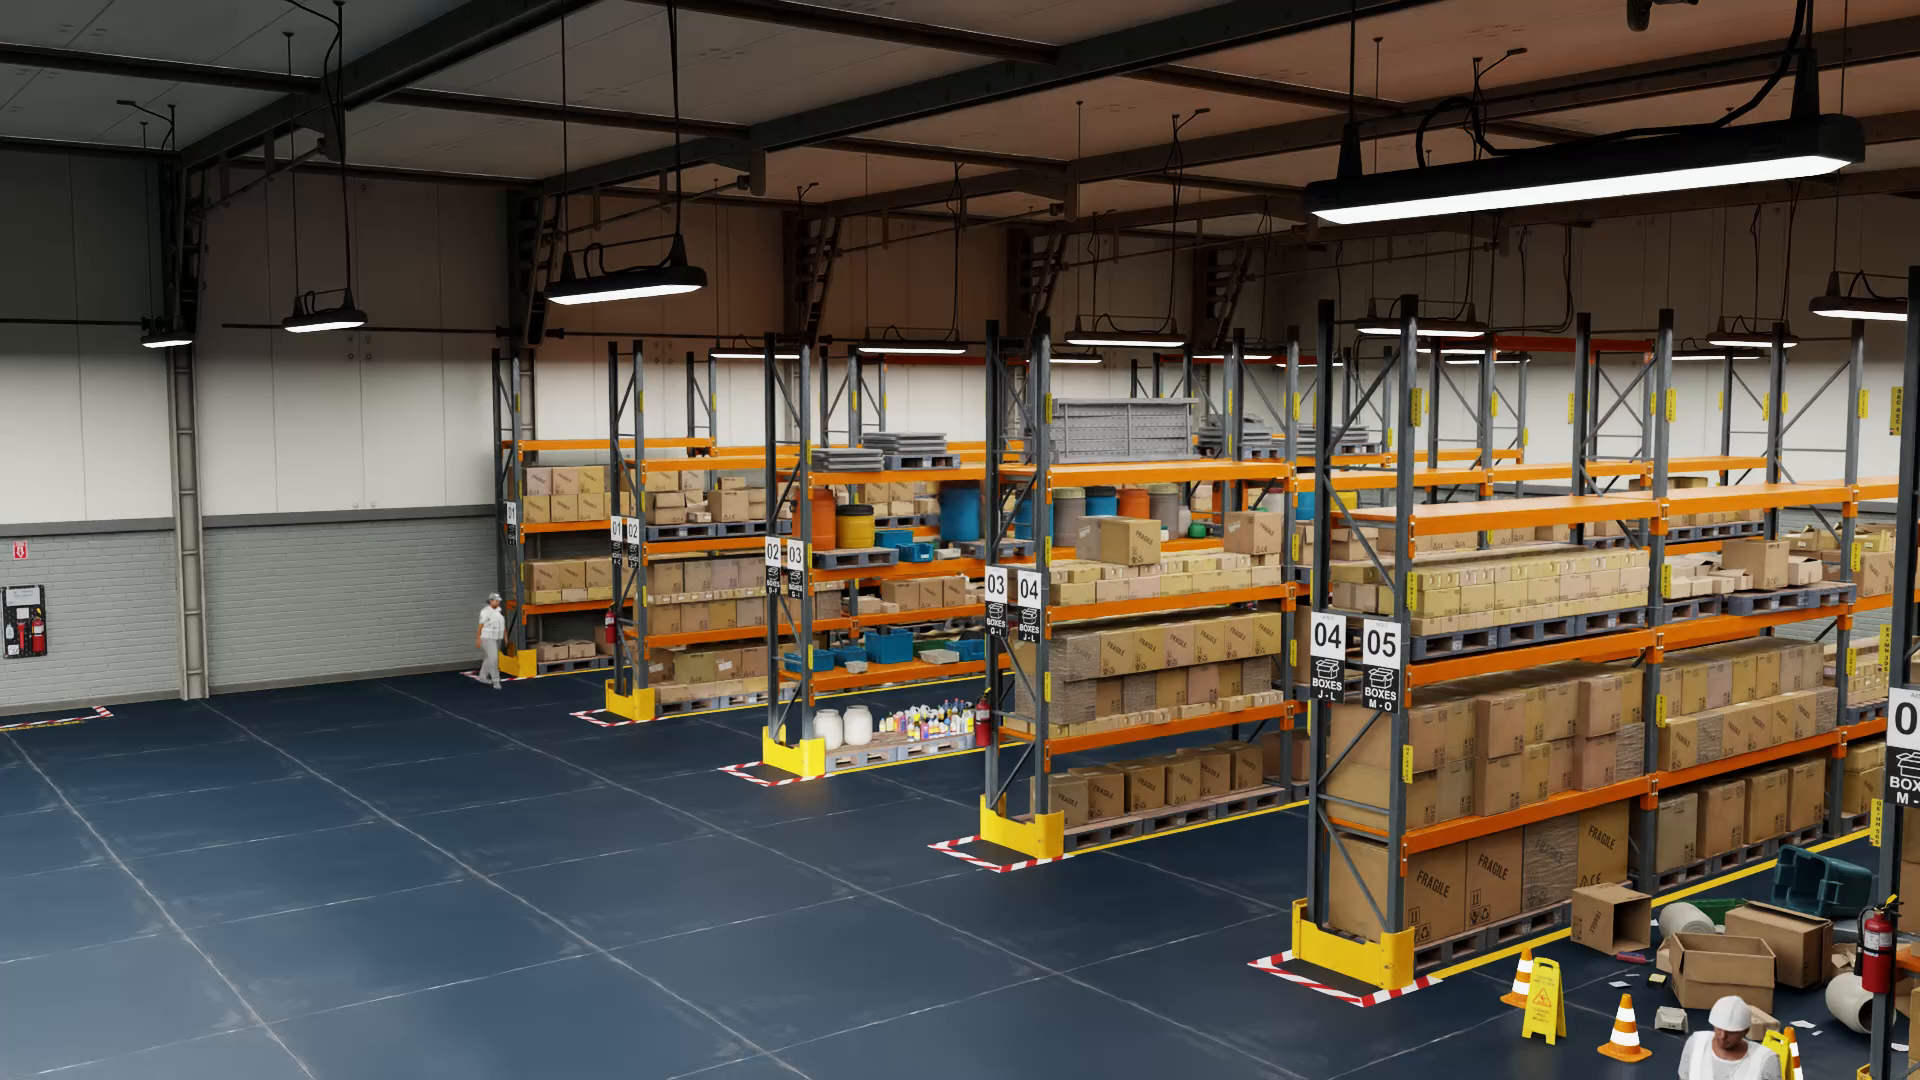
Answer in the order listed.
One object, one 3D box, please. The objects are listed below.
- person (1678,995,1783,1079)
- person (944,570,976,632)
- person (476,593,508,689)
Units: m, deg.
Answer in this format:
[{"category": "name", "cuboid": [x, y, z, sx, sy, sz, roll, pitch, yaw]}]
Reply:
[{"category": "person", "cuboid": [4.353, 3.468, 9.434, 0.611, 1.836, 0.524, 4, 6, 37]}, {"category": "person", "cuboid": [-0.051, 1.265, 34.824, 0.552, 1.621, 1.022, 5, 7, 43]}, {"category": "person", "cuboid": [-8.285, 1.777, 29.474, 0.736, 1.682, 0.548, 2, 5, 24]}]
